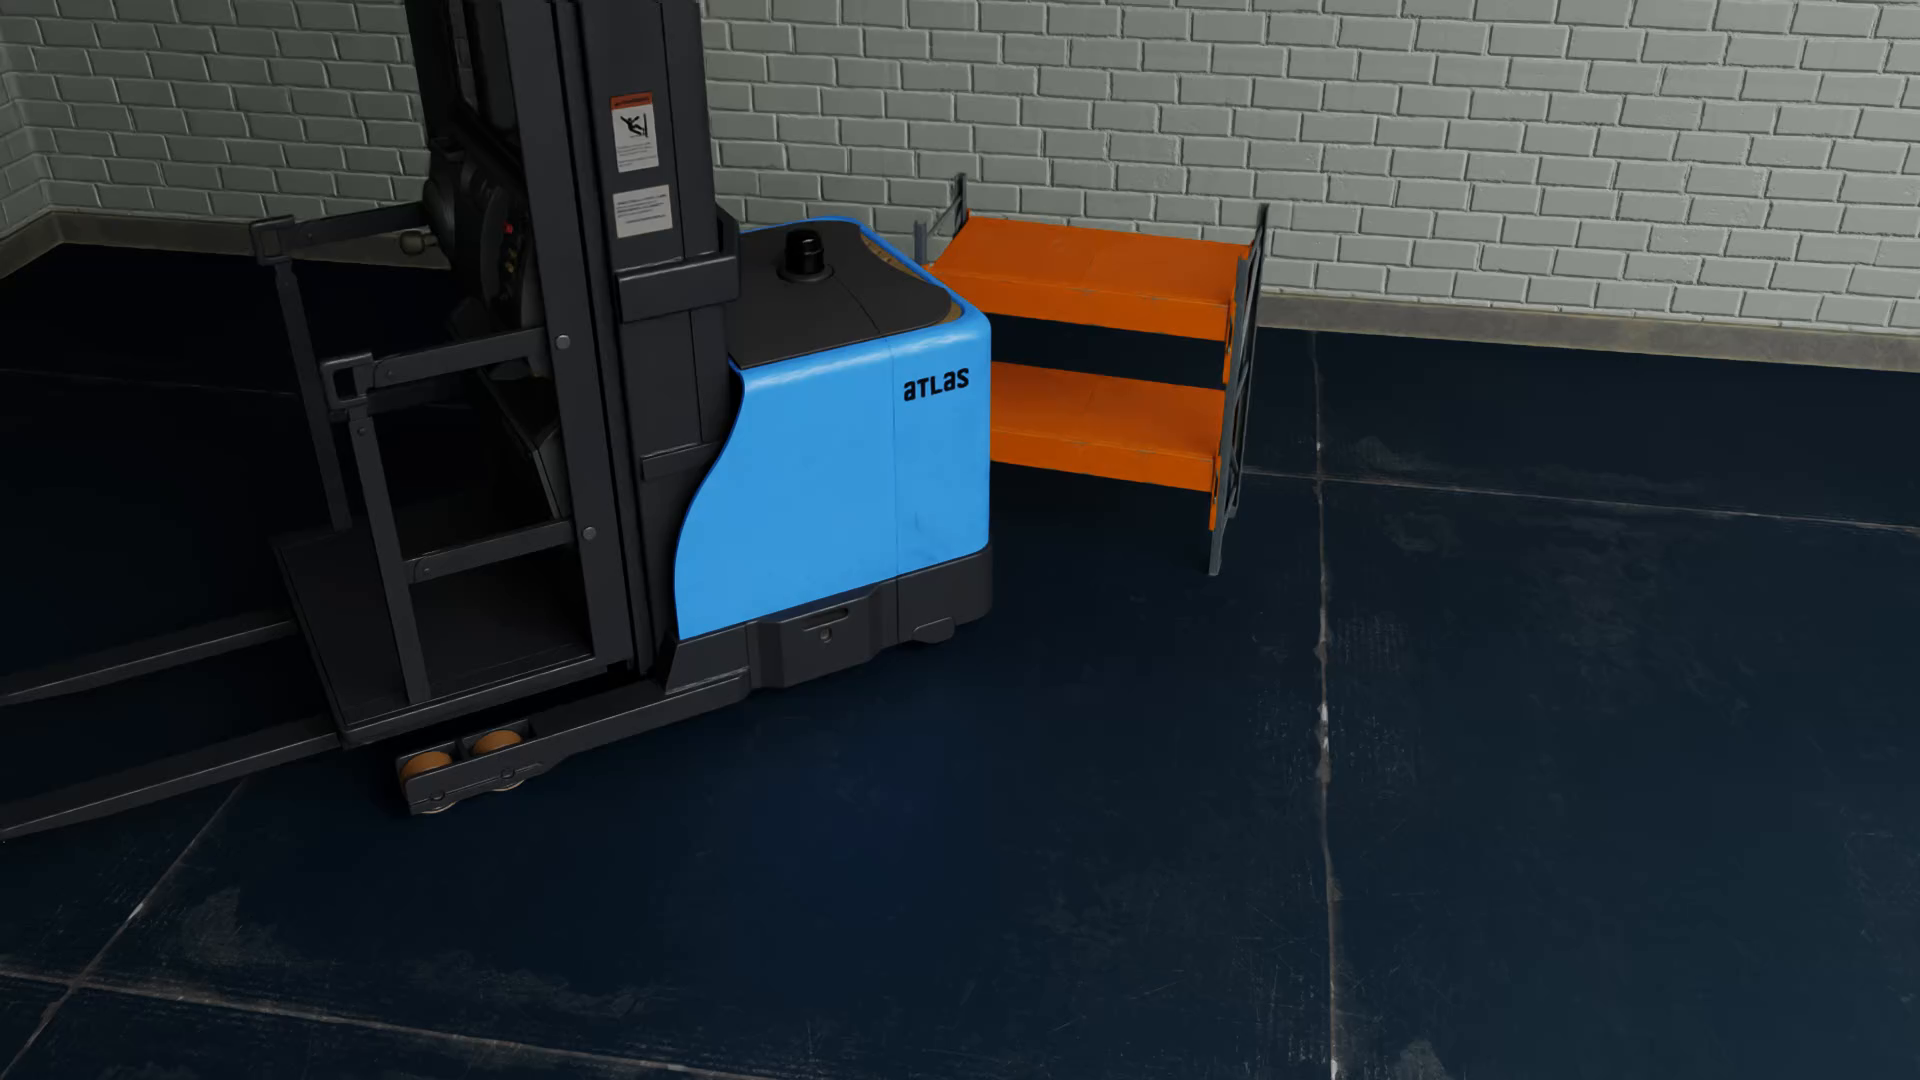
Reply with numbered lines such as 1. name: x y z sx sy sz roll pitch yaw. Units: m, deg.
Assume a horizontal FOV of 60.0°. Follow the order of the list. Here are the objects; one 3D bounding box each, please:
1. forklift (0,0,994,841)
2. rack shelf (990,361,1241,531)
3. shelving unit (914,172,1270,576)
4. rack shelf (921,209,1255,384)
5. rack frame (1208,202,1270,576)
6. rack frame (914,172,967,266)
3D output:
1. forklift: -1.437 -0.815 4.290 3.031 2.935 1.130 -16 36 -24
2. rack shelf: 0.427 -0.353 5.714 1.000 0.278 0.538 9 33 14
3. shelving unit: 0.427 -0.560 5.585 1.048 1.125 0.538 9 33 14
4. rack shelf: 0.427 -0.808 5.429 1.000 0.278 0.538 9 33 14
5. rack frame: 0.915 -0.485 5.464 0.032 1.125 0.500 9 33 14
6. rack frame: -0.061 -0.636 5.705 0.032 1.125 0.500 9 33 14
